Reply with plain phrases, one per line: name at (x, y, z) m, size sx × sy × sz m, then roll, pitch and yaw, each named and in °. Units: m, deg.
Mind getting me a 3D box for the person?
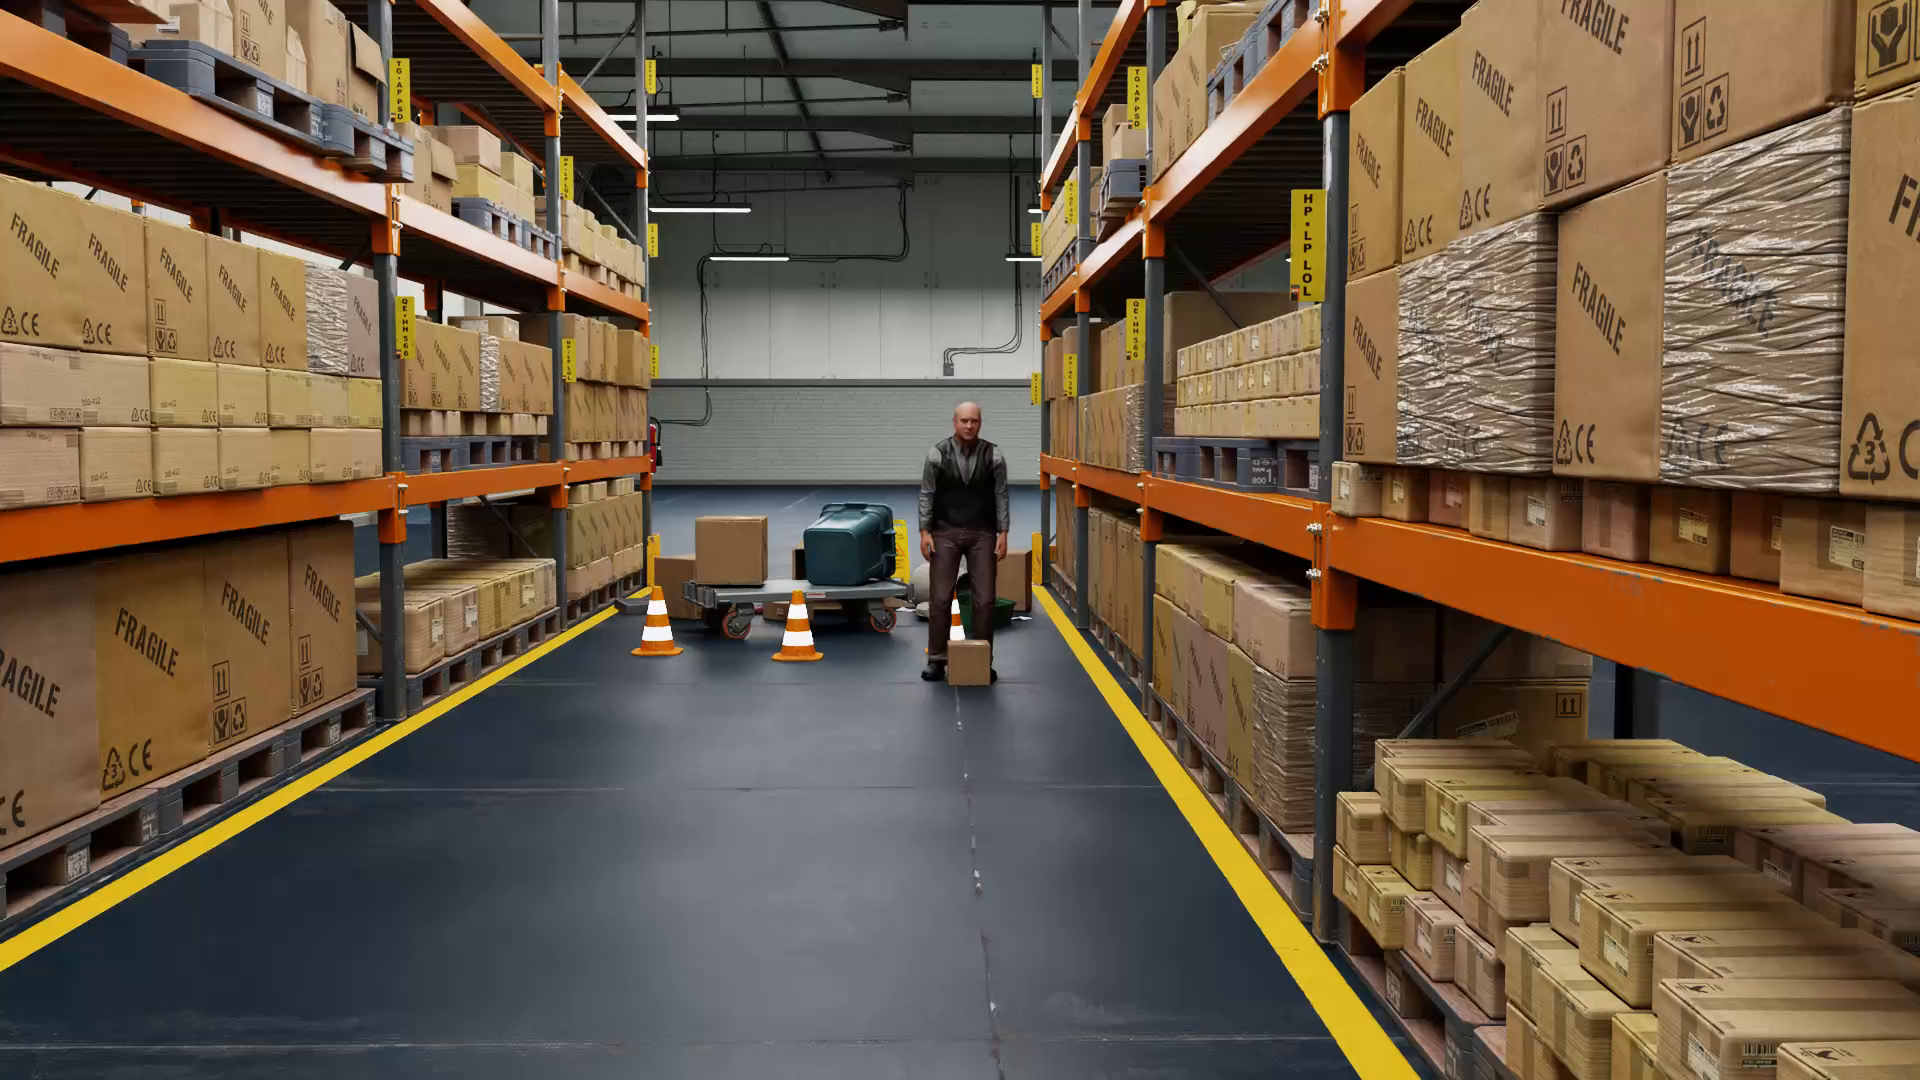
person at (0.026, -0.029, 10.429) m, size 0.576 × 1.663 × 0.410 m, roll 0°, pitch 4°, yaw -4°
